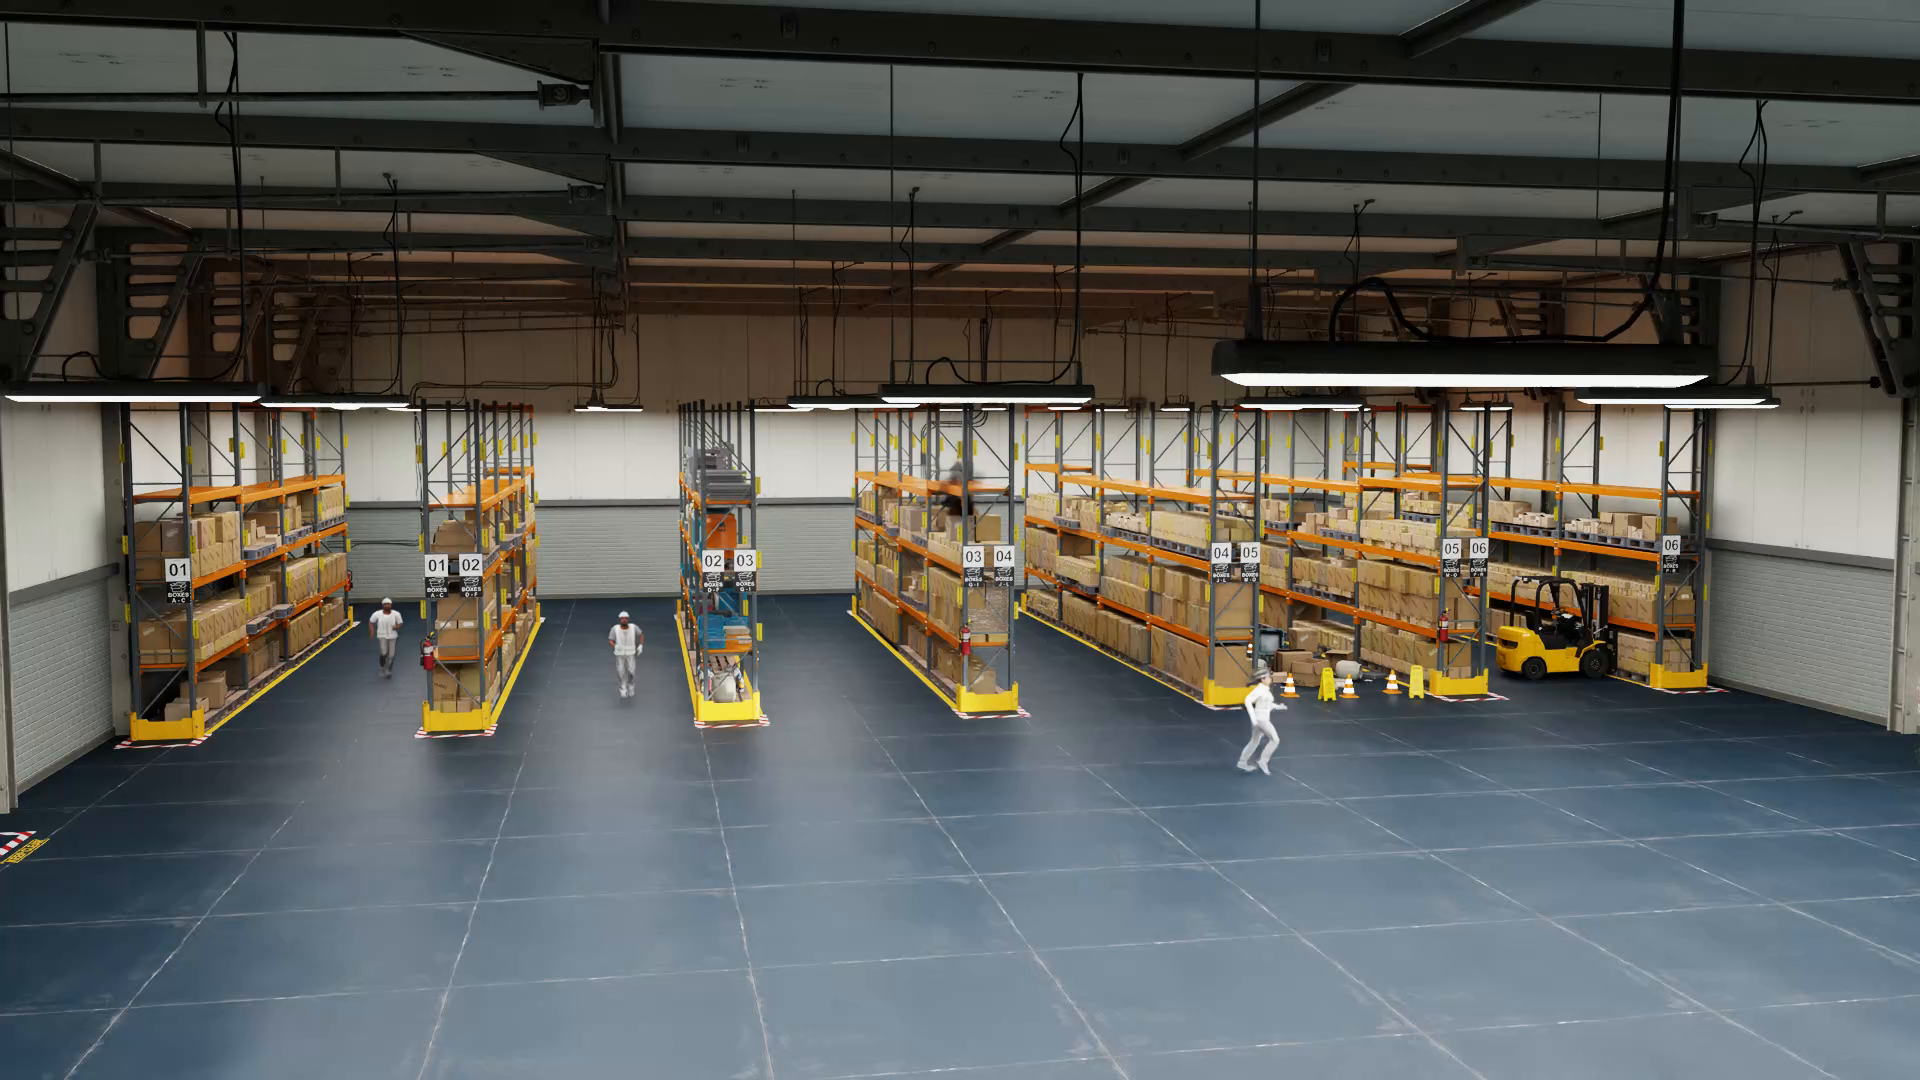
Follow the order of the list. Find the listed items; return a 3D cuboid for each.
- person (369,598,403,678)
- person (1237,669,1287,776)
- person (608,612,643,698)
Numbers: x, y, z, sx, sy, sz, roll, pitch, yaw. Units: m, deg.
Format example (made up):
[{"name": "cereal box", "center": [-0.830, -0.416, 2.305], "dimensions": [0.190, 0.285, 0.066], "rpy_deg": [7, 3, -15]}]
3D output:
[{"name": "person", "center": [-12.400, 2.124, 35.993], "dimensions": [0.675, 1.741, 0.672], "rpy_deg": [-2, 5, -27]}, {"name": "person", "center": [4.800, 2.890, 26.431], "dimensions": [0.783, 1.714, 0.572], "rpy_deg": [1, 4, 11]}, {"name": "person", "center": [-6.716, 2.316, 33.463], "dimensions": [0.706, 1.755, 0.644], "rpy_deg": [-1, 4, -14]}]
